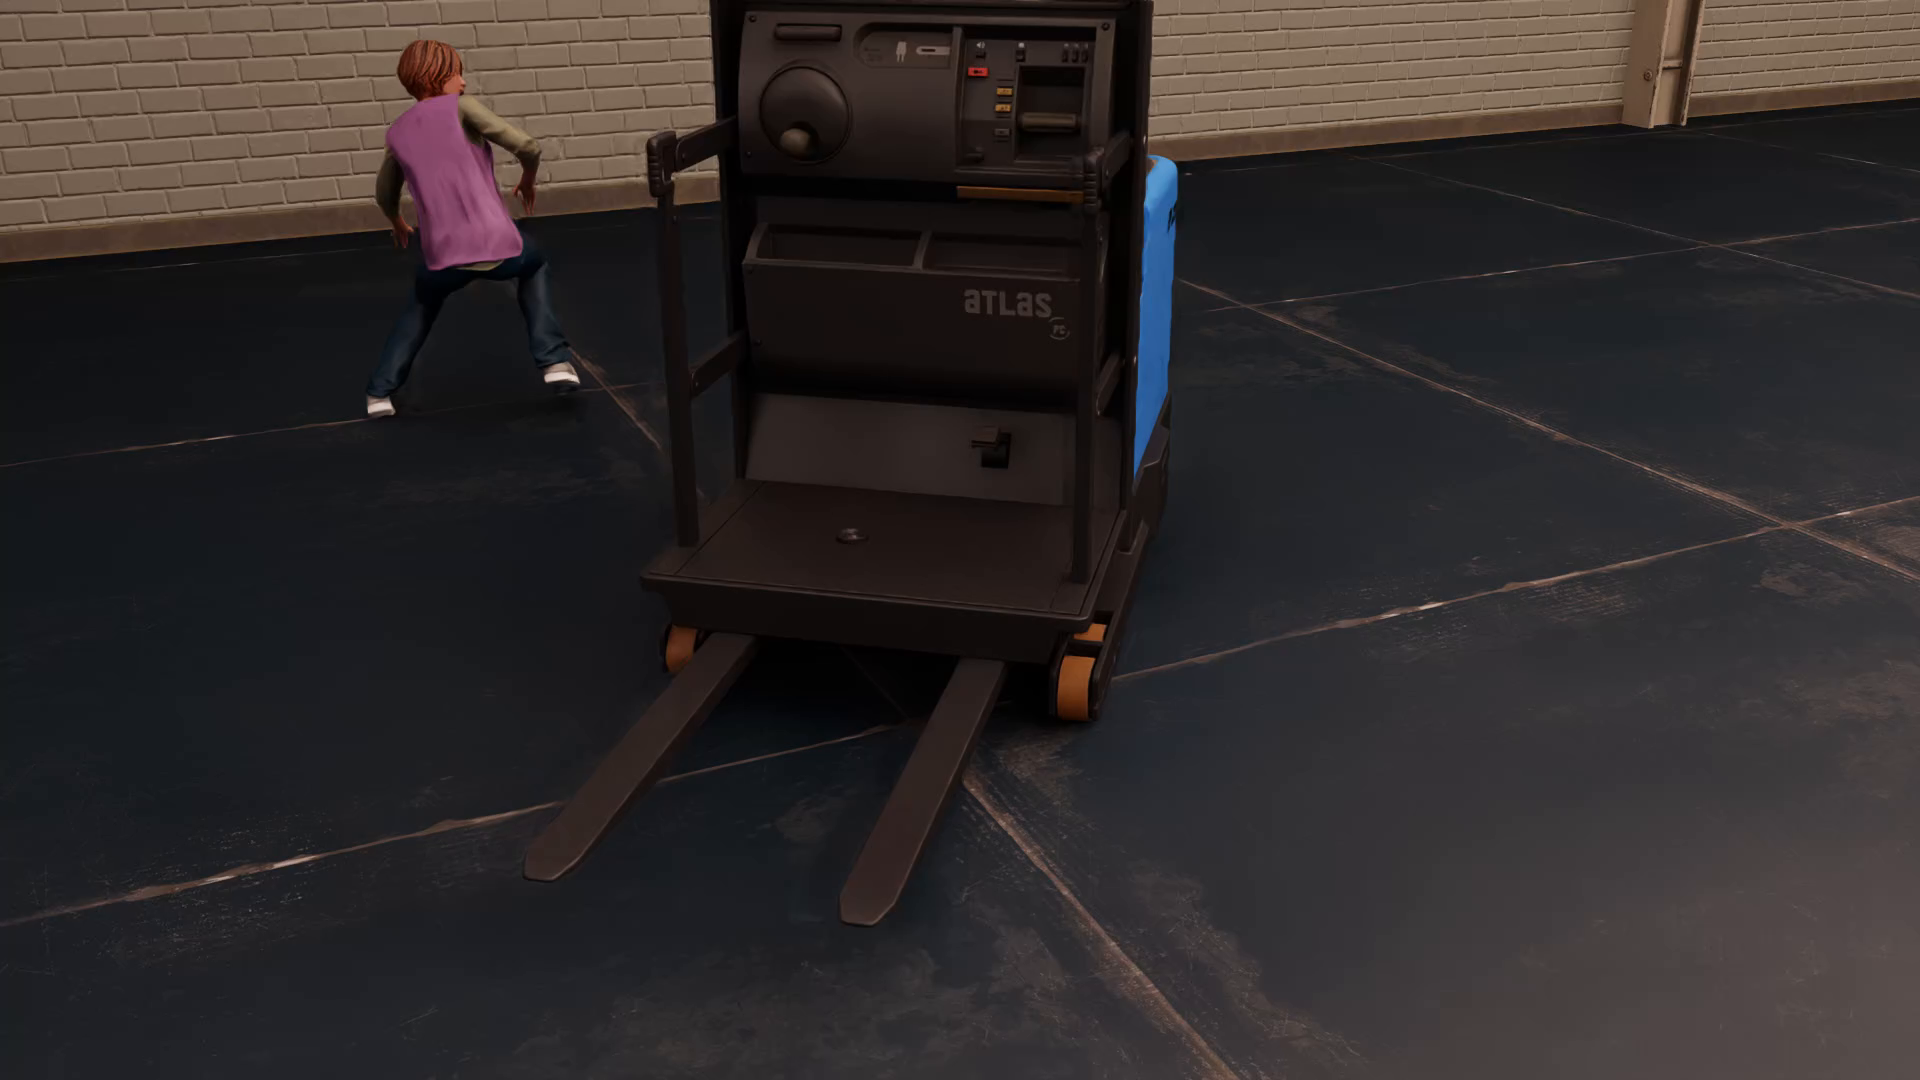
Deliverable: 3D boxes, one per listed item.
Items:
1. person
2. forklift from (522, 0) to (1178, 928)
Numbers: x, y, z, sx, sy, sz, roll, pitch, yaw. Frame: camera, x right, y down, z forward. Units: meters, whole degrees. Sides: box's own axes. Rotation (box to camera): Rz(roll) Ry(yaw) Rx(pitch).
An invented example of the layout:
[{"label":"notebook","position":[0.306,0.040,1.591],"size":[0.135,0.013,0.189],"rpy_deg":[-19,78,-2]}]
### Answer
[{"label":"person","position":[-1.843,-1.104,6.071],"size":[0.781,1.383,0.696],"rpy_deg":[-1,23,-2]},{"label":"forklift","position":[-0.136,-1.068,3.858],"size":[1.130,2.935,3.031],"rpy_deg":[5,23,12]}]
